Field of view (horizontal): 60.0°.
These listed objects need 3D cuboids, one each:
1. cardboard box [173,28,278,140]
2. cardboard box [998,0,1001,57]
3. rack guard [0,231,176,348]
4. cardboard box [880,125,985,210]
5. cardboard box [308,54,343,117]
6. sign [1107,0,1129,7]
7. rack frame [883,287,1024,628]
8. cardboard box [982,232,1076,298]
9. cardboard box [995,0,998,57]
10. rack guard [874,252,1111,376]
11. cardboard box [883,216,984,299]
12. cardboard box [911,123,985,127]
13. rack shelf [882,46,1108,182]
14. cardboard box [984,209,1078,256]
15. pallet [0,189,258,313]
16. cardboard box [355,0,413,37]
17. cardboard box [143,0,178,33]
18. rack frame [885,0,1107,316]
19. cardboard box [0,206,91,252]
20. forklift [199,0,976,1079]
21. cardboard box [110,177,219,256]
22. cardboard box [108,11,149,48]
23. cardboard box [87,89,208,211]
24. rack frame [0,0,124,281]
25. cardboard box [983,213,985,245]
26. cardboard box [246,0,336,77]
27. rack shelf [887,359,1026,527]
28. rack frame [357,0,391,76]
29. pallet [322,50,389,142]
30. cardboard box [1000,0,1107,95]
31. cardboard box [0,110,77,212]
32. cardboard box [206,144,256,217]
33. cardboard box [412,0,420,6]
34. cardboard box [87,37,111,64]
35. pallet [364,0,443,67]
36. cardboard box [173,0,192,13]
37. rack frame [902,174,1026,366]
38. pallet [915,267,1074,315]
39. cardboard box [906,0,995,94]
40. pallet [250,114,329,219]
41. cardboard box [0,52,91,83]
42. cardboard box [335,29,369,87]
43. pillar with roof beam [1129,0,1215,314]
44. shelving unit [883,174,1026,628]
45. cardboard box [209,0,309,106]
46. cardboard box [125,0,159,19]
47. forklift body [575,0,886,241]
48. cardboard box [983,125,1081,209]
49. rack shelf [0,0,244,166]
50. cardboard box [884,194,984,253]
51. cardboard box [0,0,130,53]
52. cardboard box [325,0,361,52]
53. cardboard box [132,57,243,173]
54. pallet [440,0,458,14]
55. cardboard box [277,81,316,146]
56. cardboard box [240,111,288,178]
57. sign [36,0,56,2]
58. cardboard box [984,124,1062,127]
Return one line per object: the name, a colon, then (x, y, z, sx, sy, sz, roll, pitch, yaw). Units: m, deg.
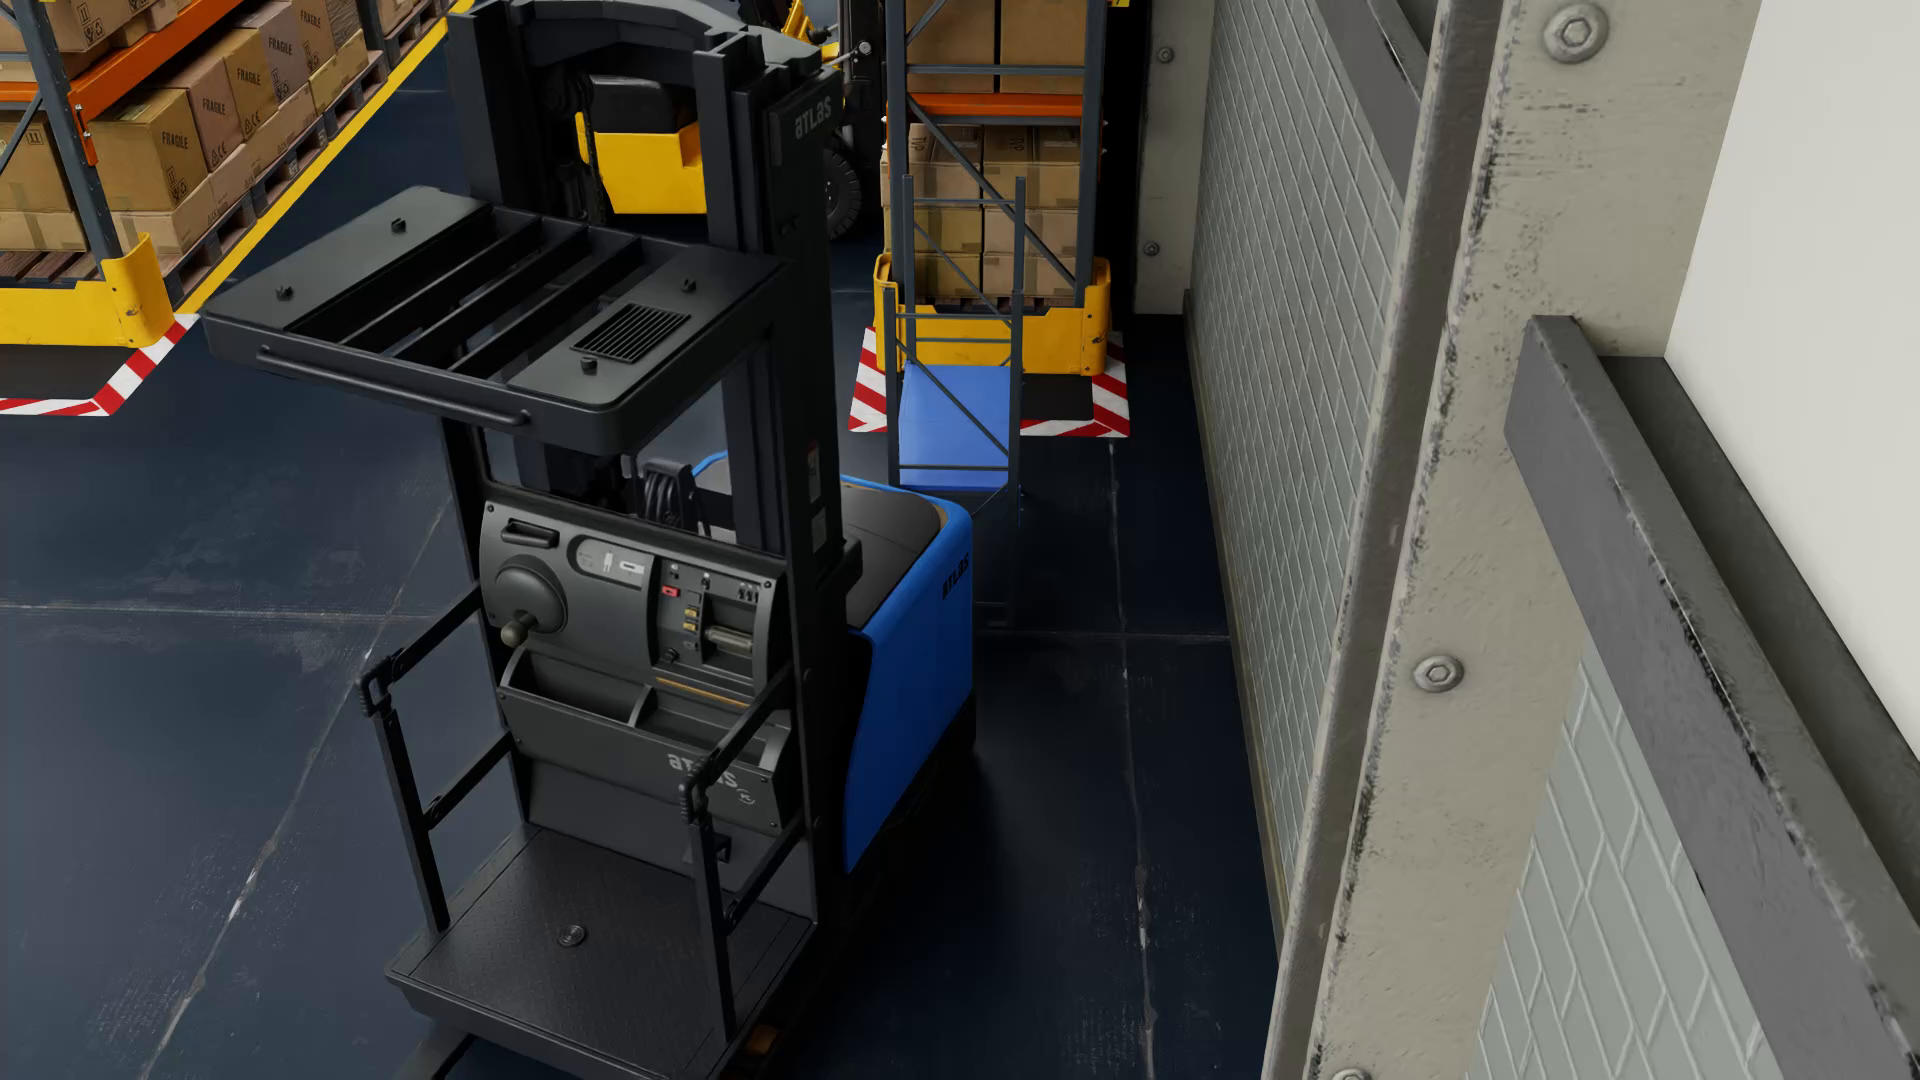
cardboard box: (-4.443, -2.710, 9.871, 0.500, 0.500, 0.500, 2, 35, 3)
cardboard box: (0.459, -2.804, 8.544, 0.500, 0.500, 0.500, 2, 35, 3)
rack guard: (-4.794, -1.318, 8.691, 1.175, 0.500, 0.348, 1, 35, 2)
cardboard box: (-0.130, -1.912, 8.519, 0.500, 0.250, 0.500, 2, 35, 3)
cardboard box: (-4.403, -2.990, 10.922, 0.500, 0.250, 0.500, 0, 35, 1)
sign: (0.717, -2.555, 7.455, 0.100, 0.325, 0.005, 1, 35, 2)
rack frame: (-0.024, -0.273, 6.333, 0.500, 1.500, 0.032, 1, 35, 2)
cardboard box: (0.378, -1.509, 8.815, 0.500, 0.250, 0.500, 1, 35, 2)
cardboard box: (-0.050, -2.812, 8.556, 0.500, 0.500, 0.500, 2, 35, 3)
rack guard: (0.162, -1.148, 8.449, 1.175, 0.500, 0.348, 1, 35, 2)
cardboard box: (-0.134, -1.509, 8.814, 0.500, 0.250, 0.500, 2, 35, 2)
cardboard box: (-0.116, -2.206, 8.936, 0.500, 0.250, 0.500, 2, 35, 3)
rack shelf: (0.243, -3.039, 9.592, 1.077, 0.370, 4.000, 1, 35, 2)
cardboard box: (0.389, -1.701, 8.653, 0.500, 0.250, 0.500, 2, 35, 3)
pallet: (-4.726, -1.666, 9.437, 1.003, 0.211, 1.213, 1, 35, 2)
cardboard box: (-4.618, -3.993, 12.244, 0.950, 0.372, 0.625, 2, 35, 2)
cardboard box: (-4.433, -2.825, 8.880, 0.380, 0.149, 0.250, 2, 35, 3)
rack frame: (0.163, -2.185, 7.750, 1.000, 3.000, 0.127, 1, 35, 2)
cardboard box: (-5.032, -1.828, 9.269, 0.500, 0.250, 0.500, 1, 35, 2)
forklift: (-1.000, 0.226, 4.380, 1.130, 2.935, 3.031, 14, 38, 19)
cardboard box: (-4.488, -1.801, 9.230, 0.500, 0.250, 0.500, 1, 35, 1)
cardboard box: (-4.489, -2.681, 8.674, 0.380, 0.149, 0.250, 0, 35, 0)
cardboard box: (-4.488, -2.122, 9.034, 0.500, 0.500, 0.500, 0, 35, 0)
rack frame: (-4.797, -2.297, 7.910, 1.000, 3.000, 0.127, 1, 35, 2)
cardboard box: (-0.105, -1.794, 9.220, 0.500, 0.250, 0.500, 1, 35, 2)
cardboard box: (-4.411, -3.311, 10.726, 0.500, 0.500, 0.500, 2, 35, 3)
rack shelf: (-0.003, -0.417, 6.852, 0.538, 0.185, 1.000, 1, 35, 2)
rack frame: (-4.636, -4.595, 11.180, 1.000, 3.000, 0.127, 1, 35, 2)
pallet: (-4.628, -3.068, 11.431, 1.003, 0.211, 1.213, 1, 35, 2)
cardboard box: (0.460, -2.504, 8.117, 0.500, 0.500, 0.500, 2, 35, 3)
cardboard box: (-5.025, -2.117, 9.028, 0.500, 0.500, 0.500, 2, 35, 2)
cardboard box: (-4.460, -2.094, 9.647, 0.500, 0.250, 0.500, 3, 35, 4)
cardboard box: (-4.592, -4.407, 12.831, 0.950, 0.372, 0.625, 3, 35, 5)
cardboard box: (-4.581, -2.530, 8.460, 0.380, 0.149, 0.250, 2, 35, 3)
pallet: (-4.607, -3.902, 12.618, 1.003, 0.211, 1.213, 1, 35, 2)
cardboard box: (-4.456, -2.975, 9.093, 0.380, 0.149, 0.250, 2, 35, 3)
rack frame: (0.017, -0.857, 7.165, 0.500, 1.500, 0.032, 1, 35, 2)
pallet: (0.152, -1.484, 9.178, 1.003, 0.211, 1.213, 1, 35, 2)
cardboard box: (-0.080, -2.514, 8.132, 0.500, 0.500, 0.500, 1, 35, 1)
pallet: (-4.674, -2.365, 10.431, 1.003, 0.211, 1.213, 1, 35, 2)
cardboard box: (-4.577, -2.385, 8.253, 0.380, 0.149, 0.250, 1, 35, 2)
cardboard box: (-4.392, -3.296, 11.358, 0.500, 0.250, 0.500, 3, 35, 4)
pillar with roof beam: (-3.210, -5.118, 6.706, 9.100, 9.000, 0.400, 1, 35, 2)
shelving unit: (-0.003, -0.565, 6.749, 0.538, 1.500, 1.048, 1, 35, 2)
cardboard box: (-4.430, -3.017, 10.309, 0.500, 0.500, 0.500, 3, 35, 4)
cardboard box: (-4.483, -3.023, 8.597, 0.500, 0.500, 0.500, 2, 35, 3)
forklift body: (-1.584, -2.969, 9.604, 2.313, 2.155, 1.214, 1, 35, 2)
cardboard box: (0.371, -1.912, 8.519, 0.500, 0.250, 0.500, 1, 35, 1)
rack shelf: (-4.717, -3.152, 9.752, 1.077, 0.370, 4.000, 1, 35, 2)
cardboard box: (-0.130, -1.723, 8.684, 0.500, 0.250, 0.500, 1, 35, 1)
cardboard box: (-4.501, -2.725, 8.174, 0.500, 0.500, 0.500, 1, 35, 1)
cardboard box: (-4.392, -3.603, 11.142, 0.500, 0.500, 0.500, 1, 35, 1)
cardboard box: (-4.471, -2.422, 9.461, 0.500, 0.500, 0.500, 0, 35, 0)
pallet: (-4.560, -4.605, 13.618, 1.003, 0.211, 1.213, 1, 35, 2)
cardboard box: (-4.428, -2.698, 10.506, 0.500, 0.250, 0.500, 2, 35, 3)
cardboard box: (-4.451, -2.408, 10.094, 0.500, 0.250, 0.500, 4, 35, 5)
sign: (-4.255, -2.639, 7.643, 0.100, 0.325, 0.005, 1, 35, 2)
cardboard box: (0.388, -2.199, 8.927, 0.500, 0.250, 0.500, 1, 35, 2)
